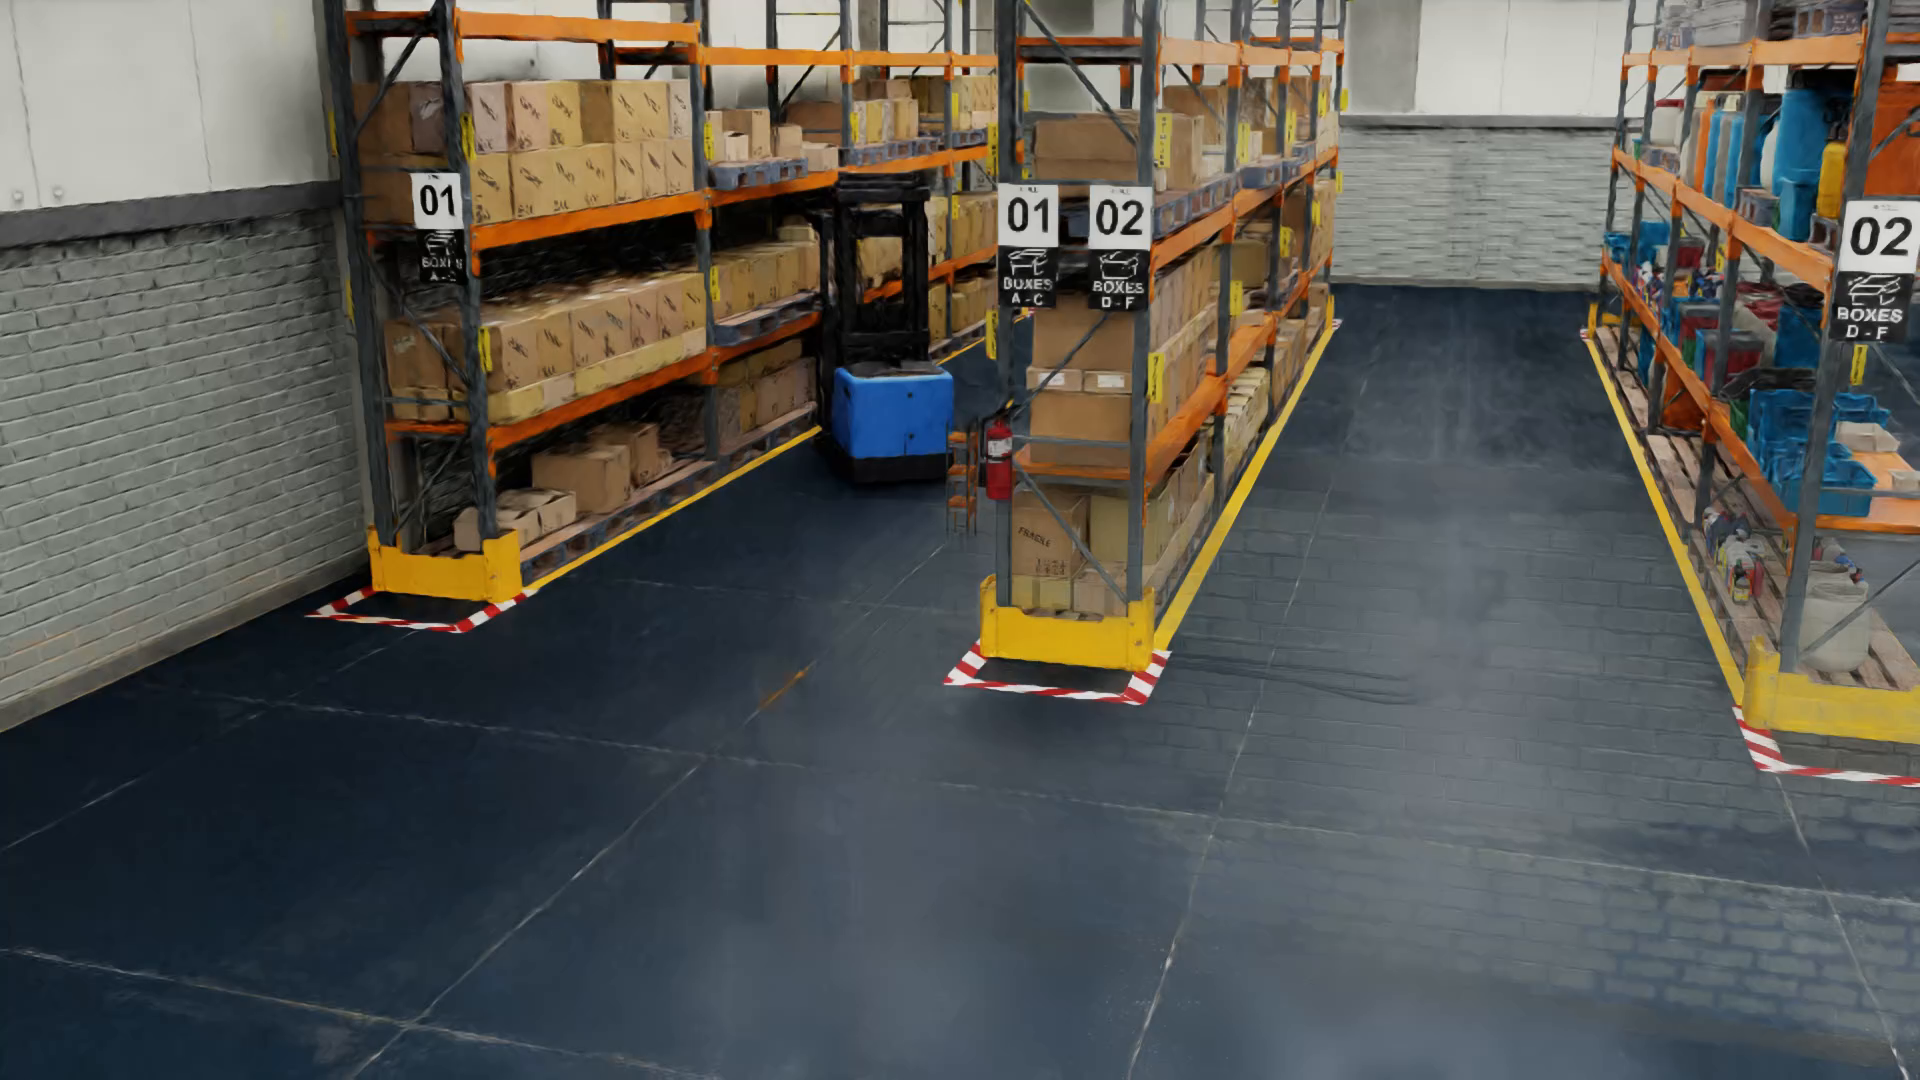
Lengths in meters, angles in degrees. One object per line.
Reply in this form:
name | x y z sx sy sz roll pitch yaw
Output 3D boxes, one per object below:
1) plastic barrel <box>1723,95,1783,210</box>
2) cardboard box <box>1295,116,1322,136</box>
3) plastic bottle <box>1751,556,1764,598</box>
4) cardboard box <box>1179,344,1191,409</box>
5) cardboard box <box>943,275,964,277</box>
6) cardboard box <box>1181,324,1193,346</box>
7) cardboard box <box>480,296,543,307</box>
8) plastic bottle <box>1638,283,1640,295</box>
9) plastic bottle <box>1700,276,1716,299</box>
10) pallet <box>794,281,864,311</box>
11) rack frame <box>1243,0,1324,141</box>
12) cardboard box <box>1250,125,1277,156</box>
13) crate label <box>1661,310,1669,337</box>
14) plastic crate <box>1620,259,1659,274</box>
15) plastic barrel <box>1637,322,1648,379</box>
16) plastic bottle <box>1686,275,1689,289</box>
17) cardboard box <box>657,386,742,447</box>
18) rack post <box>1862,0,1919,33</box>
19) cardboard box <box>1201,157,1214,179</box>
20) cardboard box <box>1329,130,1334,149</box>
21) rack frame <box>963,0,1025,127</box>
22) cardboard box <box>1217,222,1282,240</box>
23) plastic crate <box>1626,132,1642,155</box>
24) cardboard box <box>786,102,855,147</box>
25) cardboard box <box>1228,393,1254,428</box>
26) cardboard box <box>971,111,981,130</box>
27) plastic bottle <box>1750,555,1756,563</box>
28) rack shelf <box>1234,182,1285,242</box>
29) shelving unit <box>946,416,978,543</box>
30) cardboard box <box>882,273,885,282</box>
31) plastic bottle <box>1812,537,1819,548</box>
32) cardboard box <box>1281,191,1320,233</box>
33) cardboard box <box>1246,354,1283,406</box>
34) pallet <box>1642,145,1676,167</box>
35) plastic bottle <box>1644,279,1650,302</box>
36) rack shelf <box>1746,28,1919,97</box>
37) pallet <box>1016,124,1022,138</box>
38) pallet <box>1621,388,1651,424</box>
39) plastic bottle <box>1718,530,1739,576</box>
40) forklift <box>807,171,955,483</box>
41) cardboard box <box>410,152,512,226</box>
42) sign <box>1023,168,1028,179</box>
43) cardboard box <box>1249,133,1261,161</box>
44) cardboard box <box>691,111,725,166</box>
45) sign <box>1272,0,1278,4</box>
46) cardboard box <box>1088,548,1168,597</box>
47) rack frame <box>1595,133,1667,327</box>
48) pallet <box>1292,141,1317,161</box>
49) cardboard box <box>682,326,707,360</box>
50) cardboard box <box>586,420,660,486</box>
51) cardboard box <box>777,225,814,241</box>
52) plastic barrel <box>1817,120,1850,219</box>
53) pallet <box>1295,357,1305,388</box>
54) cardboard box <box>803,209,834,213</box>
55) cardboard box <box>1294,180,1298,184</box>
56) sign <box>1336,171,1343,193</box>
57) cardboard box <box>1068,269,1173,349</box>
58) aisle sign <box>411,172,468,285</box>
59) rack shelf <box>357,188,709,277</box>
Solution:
plastic barrel | 6.562 -3.141 13.492 0.600 0.901 0.708 5 16 16
cardboard box | 4.527 -5.505 22.101 0.500 0.250 0.500 5 16 16
plastic bottle | 5.791 0.264 12.072 0.061 0.283 0.133 5 16 16
cardboard box | 1.467 -1.354 13.424 0.700 0.500 0.500 5 17 17
cardboard box | -0.153 -3.986 25.507 0.380 0.149 0.250 4 16 15
cardboard box | 1.643 -1.633 13.216 0.380 0.149 0.250 5 17 17
cardboard box | -3.784 -1.734 13.808 0.500 0.500 0.500 4 16 14
plastic bottle | 8.184 -3.038 19.908 0.097 0.201 0.097 0 16 0
plastic bottle | 8.454 -2.799 18.791 0.144 0.351 0.185 5 16 16
pallet | -1.837 -2.835 19.179 1.213 0.211 1.003 5 16 16
rack frame | 4.151 -6.671 21.359 1.000 3.000 0.127 5 16 16
cardboard box | 3.106 -4.347 18.477 0.910 0.500 0.500 5 16 16
crate label | 7.283 -2.192 16.867 0.303 0.233 0.416 5 16 16
plastic crate | 8.959 -3.610 21.955 0.437 0.125 0.590 5 16 16
plastic barrel | 8.728 -2.452 20.552 0.600 0.901 0.708 5 16 16
plastic bottle | 8.972 -3.181 20.412 0.097 0.201 0.097 0 16 0
cardboard box | -2.680 -1.278 17.114 0.700 0.500 0.500 5 17 18
rack post | 5.826 -3.094 9.664 0.937 0.300 0.954 7 17 22
cardboard box | 1.797 -2.947 13.160 0.380 0.149 0.250 5 16 16
cardboard box | 5.112 -5.786 24.010 0.500 0.250 0.500 5 16 16
rack frame | 0.537 -8.101 26.400 1.000 3.000 0.127 5 16 16
cardboard box | 3.667 -3.744 21.079 0.700 0.500 0.500 7 17 25
plastic crate | 9.110 -5.277 22.157 0.437 0.282 0.530 5 16 16
cardboard box | -1.656 -4.954 19.811 0.700 0.500 0.500 3 16 12
cardboard box | 2.669 -1.332 16.772 0.500 0.311 0.500 5 17 17
cardboard box | 0.008 -6.082 24.100 0.500 0.250 0.500 4 16 15
plastic bottle | 5.899 0.214 12.401 0.097 0.201 0.097 0 16 0
rack shelf | 2.446 -3.313 16.332 1.077 0.370 4.000 5 16 16
shelving unit | 0.015 -0.519 14.235 0.215 1.050 0.252 5 16 16
cardboard box | -1.165 -3.351 21.071 0.380 0.149 0.250 5 17 17
plastic bottle | 6.467 0.112 12.608 0.061 0.283 0.133 5 16 16
cardboard box | 4.555 -4.416 22.385 0.500 0.500 0.500 5 17 17
cardboard box | 3.418 -1.845 19.111 0.500 0.500 0.500 5 17 18
pallet | 8.770 -4.540 19.687 1.213 0.211 1.003 5 16 16
plastic bottle | 7.986 -2.890 19.258 0.097 0.271 0.097 0 16 0
rack shelf | 6.057 -3.132 10.930 1.077 0.370 4.000 5 16 16
pallet | 0.336 -6.421 26.134 1.003 0.211 1.213 5 16 16
pallet | 8.295 -1.540 19.371 1.003 0.211 1.213 5 16 16
plastic bottle | 5.824 0.095 12.545 0.144 0.351 0.185 4 16 15
forklift | -0.934 -2.319 17.135 1.130 2.935 3.031 -4 16 -15
cardboard box | -3.675 -2.598 12.275 0.500 0.500 0.500 5 17 17
sign | 1.053 -5.840 26.867 0.100 0.325 0.005 5 16 16
cardboard box | 2.808 -4.050 17.120 0.500 0.250 0.500 5 17 17
cardboard box | -2.641 -3.906 16.152 0.500 0.500 0.500 7 17 24
sign | 4.767 -8.248 25.059 0.100 0.325 0.005 5 16 16
cardboard box | 1.245 0.221 12.323 0.500 0.250 0.500 5 16 16
rack frame | 10.036 -4.447 24.510 1.000 3.000 0.127 5 16 16
pallet | 3.898 -4.973 21.212 1.213 0.211 1.003 5 16 16
cardboard box | -2.717 -1.866 15.648 0.500 0.250 0.500 5 16 16
cardboard box | -3.130 -0.810 15.462 0.500 0.500 0.500 3 16 12
cardboard box | -1.883 -3.516 19.050 0.380 0.149 0.250 2 16 7
plastic barrel | 5.691 -2.304 10.346 0.600 0.588 0.600 0 16 0
pallet | 3.956 -2.228 21.798 1.003 0.211 1.213 5 16 16
cardboard box | -1.706 -3.958 20.646 0.500 0.250 0.500 4 16 14
cardboard box | 4.767 -5.128 24.896 0.500 0.500 0.500 5 17 16
sign | 5.814 -5.493 25.496 0.100 0.325 0.005 5 16 16
cardboard box | 1.187 -1.723 12.346 0.700 0.500 0.500 5 16 16
aisle sign | -3.743 -2.238 11.957 0.394 0.787 0.004 5 16 16
rack shelf | -3.441 -2.649 13.994 1.077 0.370 4.000 5 16 16
